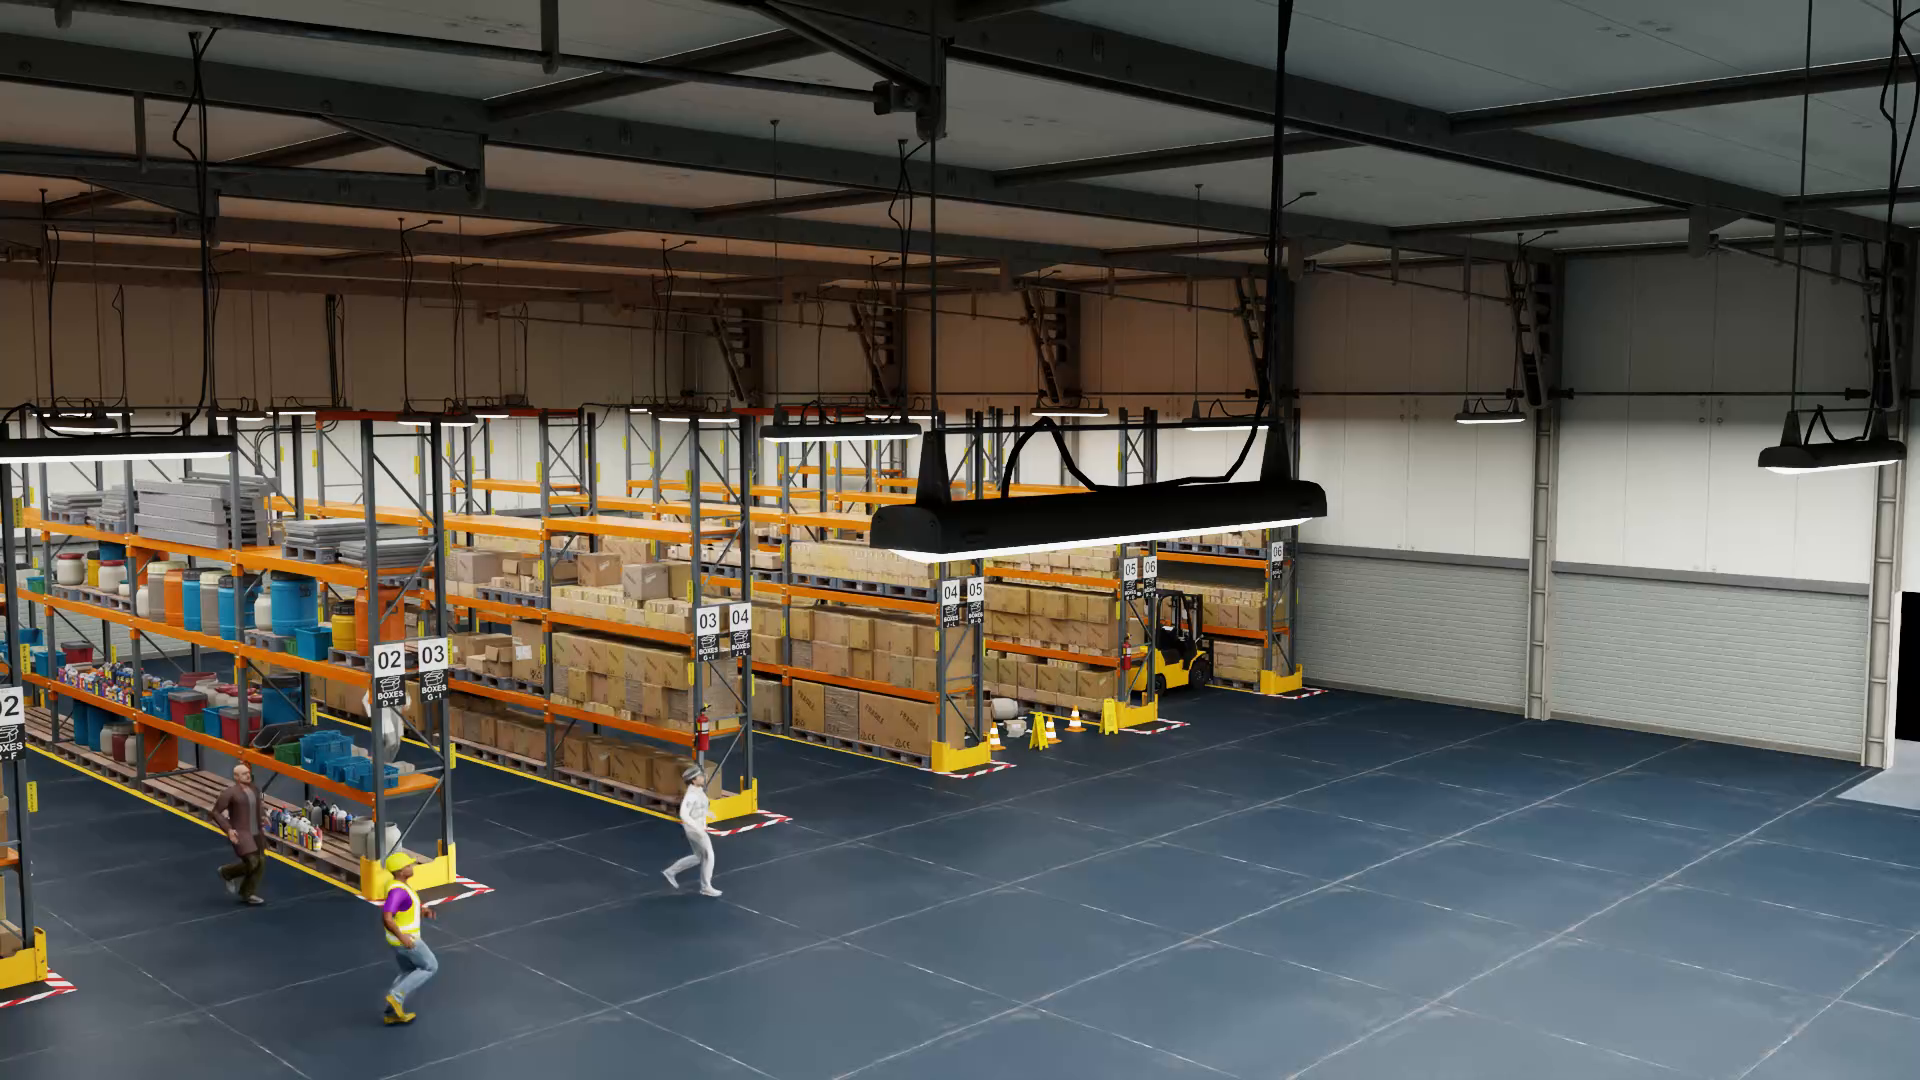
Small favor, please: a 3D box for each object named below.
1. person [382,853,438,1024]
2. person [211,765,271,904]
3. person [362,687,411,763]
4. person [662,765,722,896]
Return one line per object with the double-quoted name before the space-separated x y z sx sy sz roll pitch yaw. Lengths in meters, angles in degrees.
"person" -5.535 3.982 16.703 0.597 1.721 0.690 -3 6 -29
"person" -8.881 3.689 20.630 0.634 1.649 0.714 2 5 22
"person" -9.399 3.021 27.460 0.649 1.773 0.770 5 7 43
"person" -3.365 3.653 20.905 0.727 1.695 0.612 -1 5 -10
